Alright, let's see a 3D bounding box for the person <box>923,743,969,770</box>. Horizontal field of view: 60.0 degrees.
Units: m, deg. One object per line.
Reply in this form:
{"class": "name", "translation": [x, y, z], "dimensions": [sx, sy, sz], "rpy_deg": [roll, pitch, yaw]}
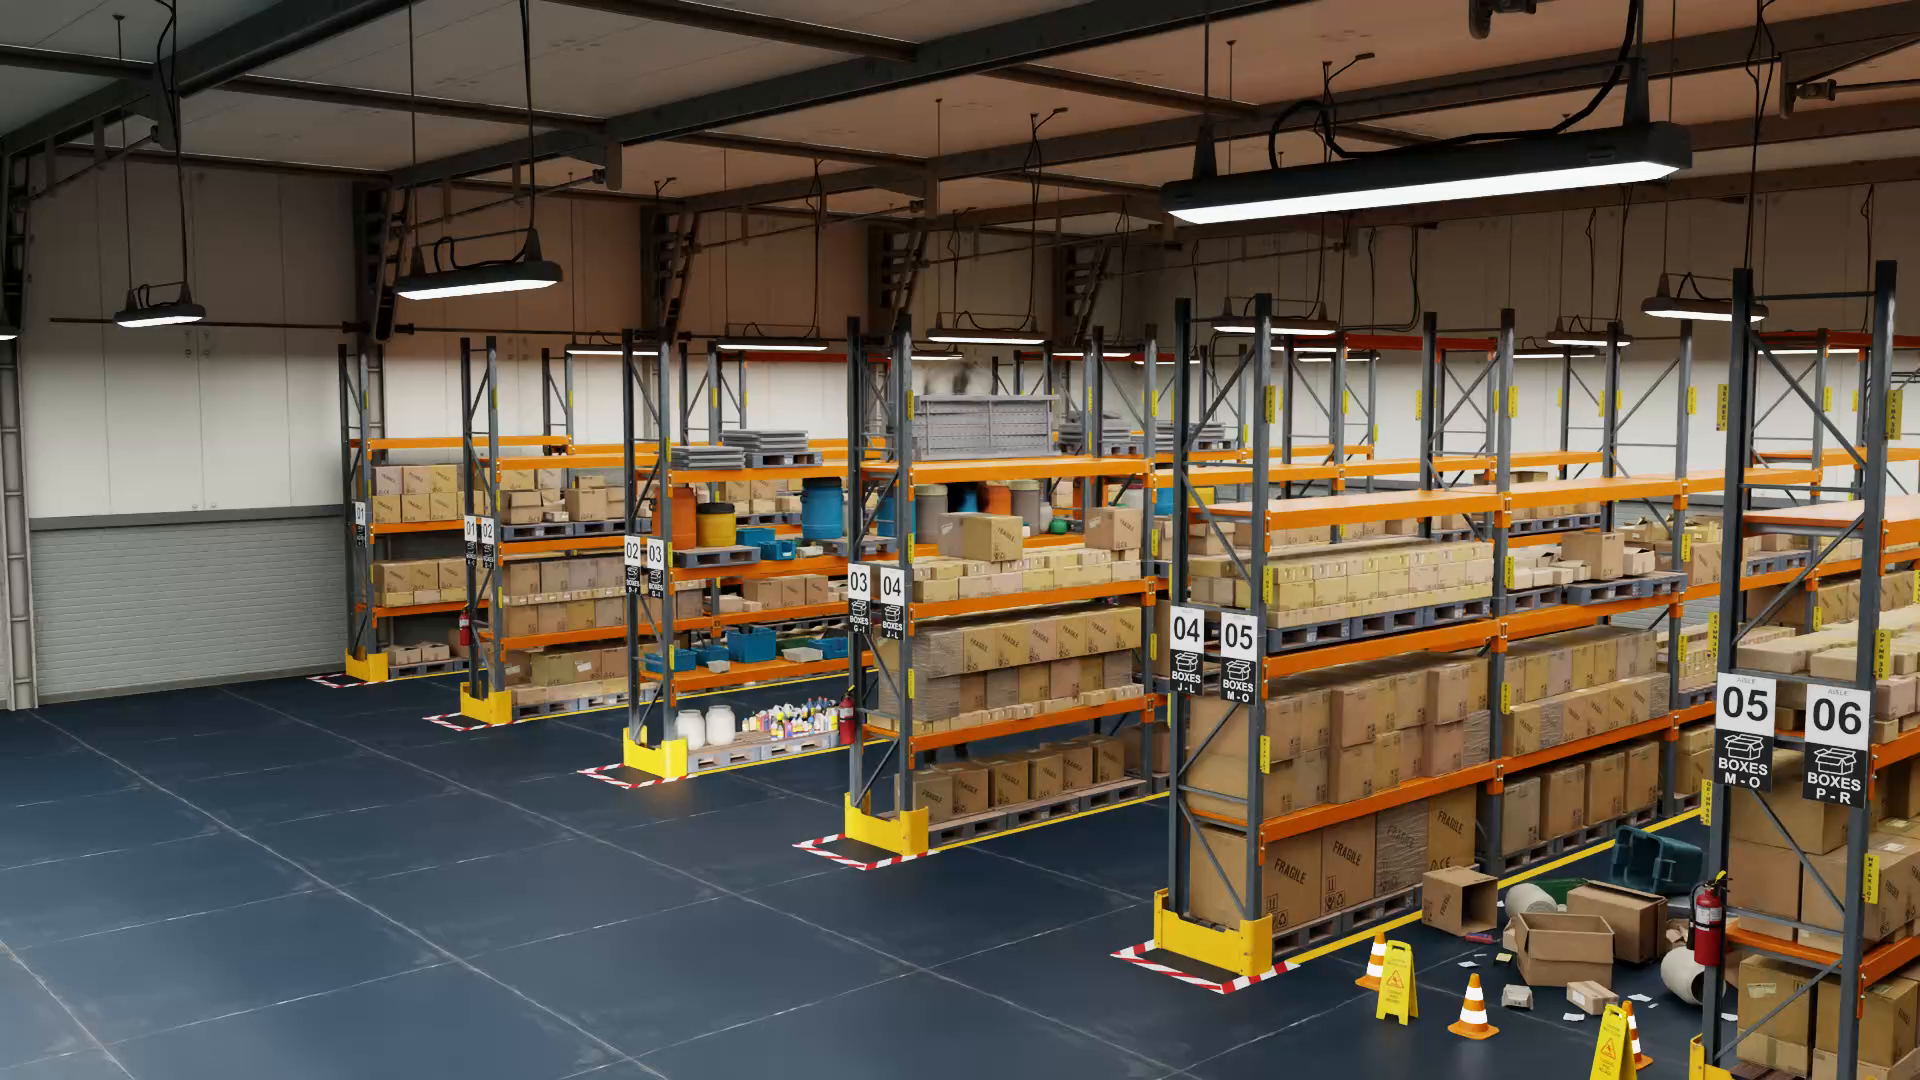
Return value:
{"class": "person", "translation": [-0.204, 2.391, 22.414], "dimensions": [0.697, 1.609, 1.035], "rpy_deg": [3, 6, 33]}
